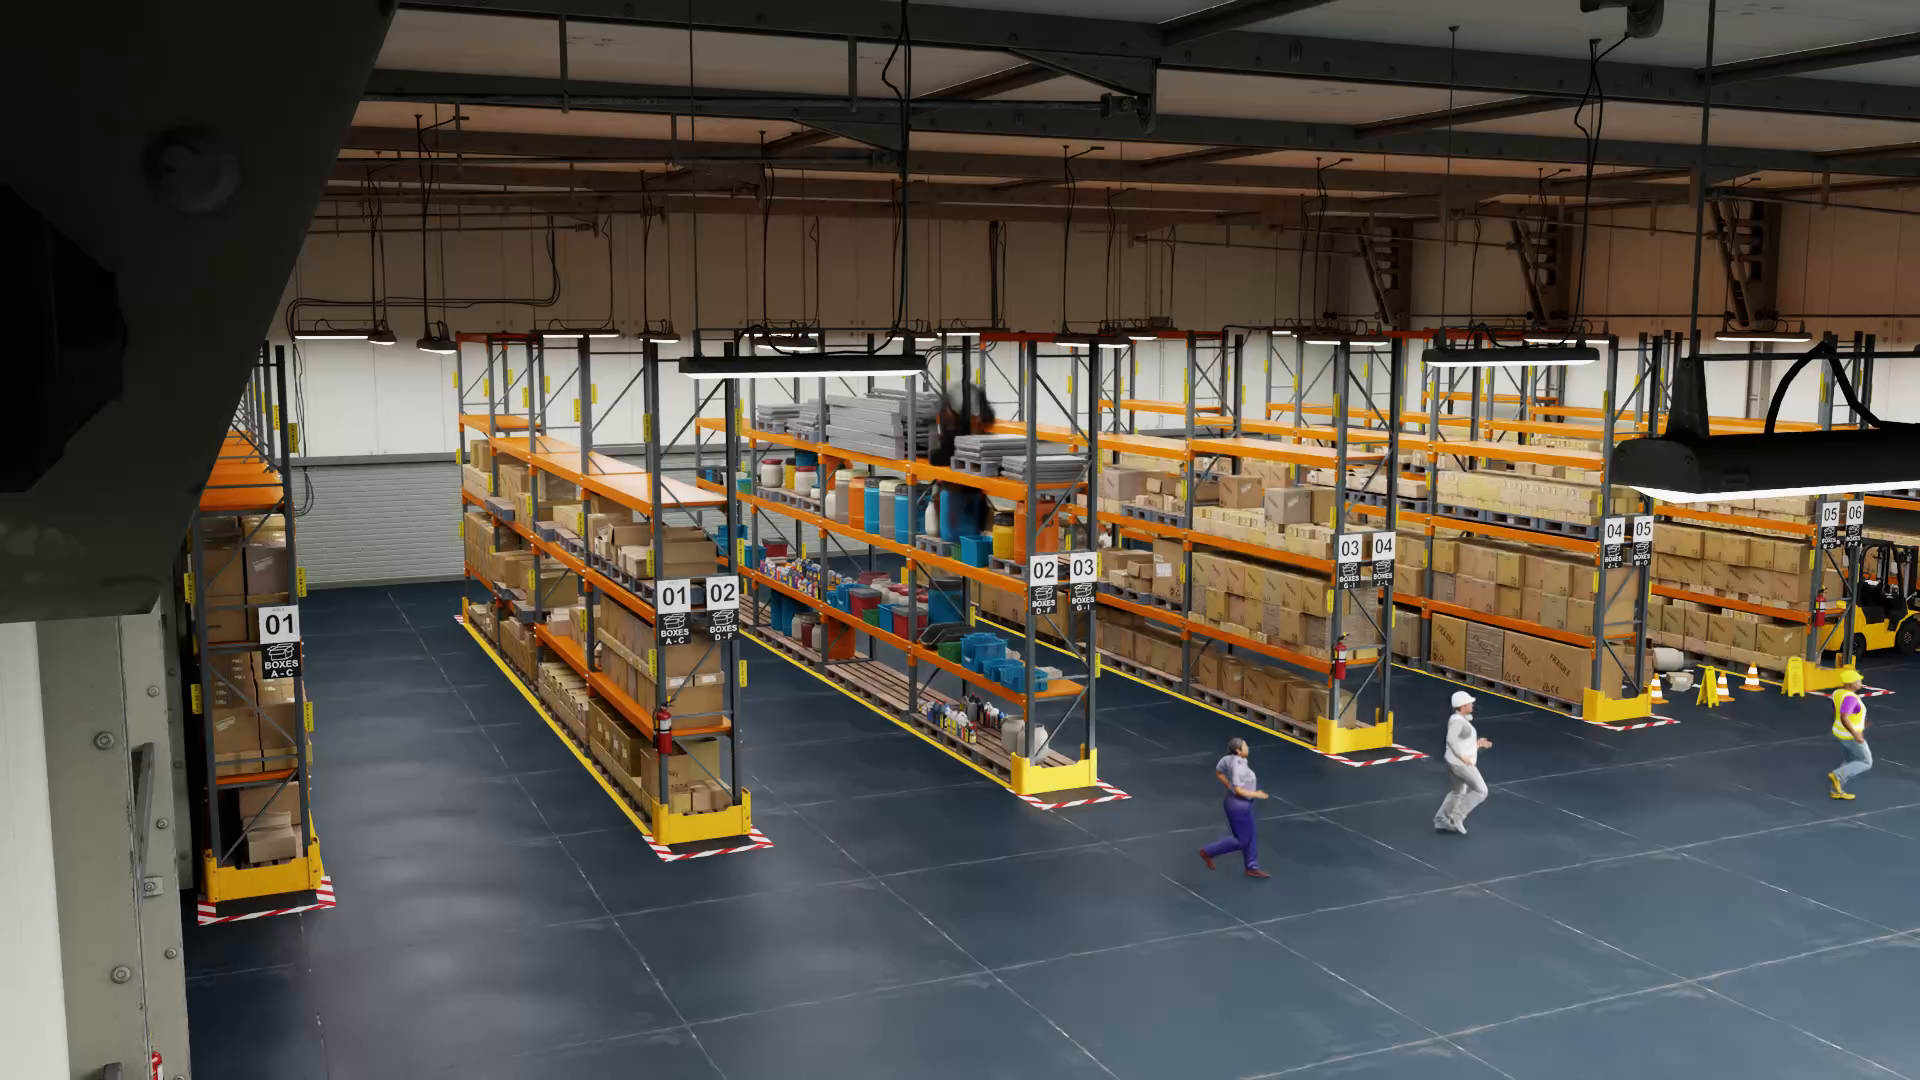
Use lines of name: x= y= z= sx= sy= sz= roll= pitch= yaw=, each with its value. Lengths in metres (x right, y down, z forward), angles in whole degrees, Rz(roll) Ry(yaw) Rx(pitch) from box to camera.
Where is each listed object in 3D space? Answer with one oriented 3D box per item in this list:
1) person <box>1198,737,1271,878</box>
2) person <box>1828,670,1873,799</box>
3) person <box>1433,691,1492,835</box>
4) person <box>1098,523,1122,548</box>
person: x=3.101 y=3.019 z=18.713 sx=0.849 sy=1.640 sz=0.607 roll=0 pitch=8 yaw=-1
person: x=11.669 y=2.552 z=21.776 sx=0.576 sy=1.720 sz=0.698 roll=1 pitch=8 yaw=7
person: x=6.182 y=2.726 z=20.381 sx=0.682 sy=1.756 sz=0.634 roll=1 pitch=8 yaw=6
person: x=3.342 y=0.465 z=37.390 sx=0.567 sy=1.757 sz=0.768 roll=-3 pitch=8 yaw=-20
